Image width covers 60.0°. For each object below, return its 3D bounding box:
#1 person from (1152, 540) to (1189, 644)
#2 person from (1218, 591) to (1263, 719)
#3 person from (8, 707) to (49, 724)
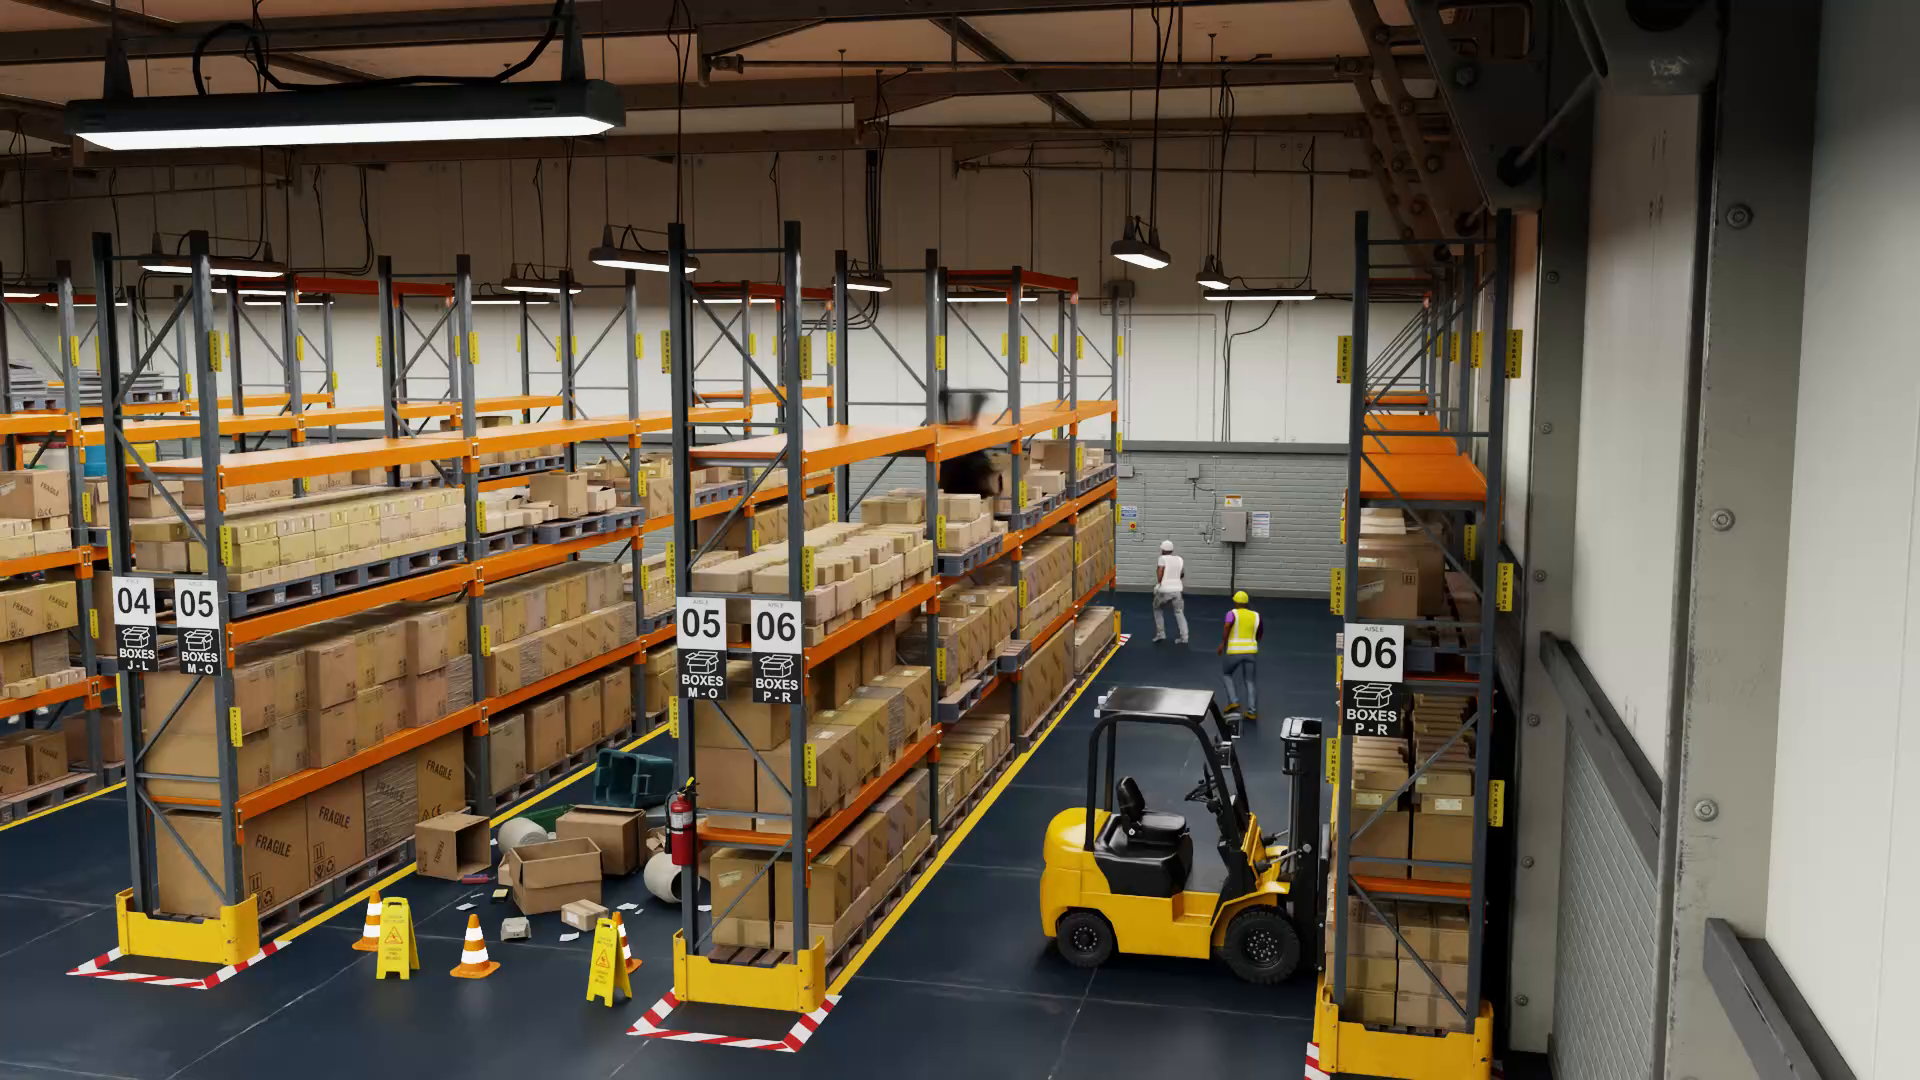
[{"bbox_3d":[3.518,0.895,27.949,0.715,1.747,0.980,-3,7,-21],"label":"person"},{"bbox_3d":[3.832,1.561,22.717,0.710,1.696,0.960,-1,7,-8],"label":"person"},{"bbox_3d":[-12.698,1.647,22.262,0.717,1.626,0.903,-2,7,-18],"label":"person"}]
